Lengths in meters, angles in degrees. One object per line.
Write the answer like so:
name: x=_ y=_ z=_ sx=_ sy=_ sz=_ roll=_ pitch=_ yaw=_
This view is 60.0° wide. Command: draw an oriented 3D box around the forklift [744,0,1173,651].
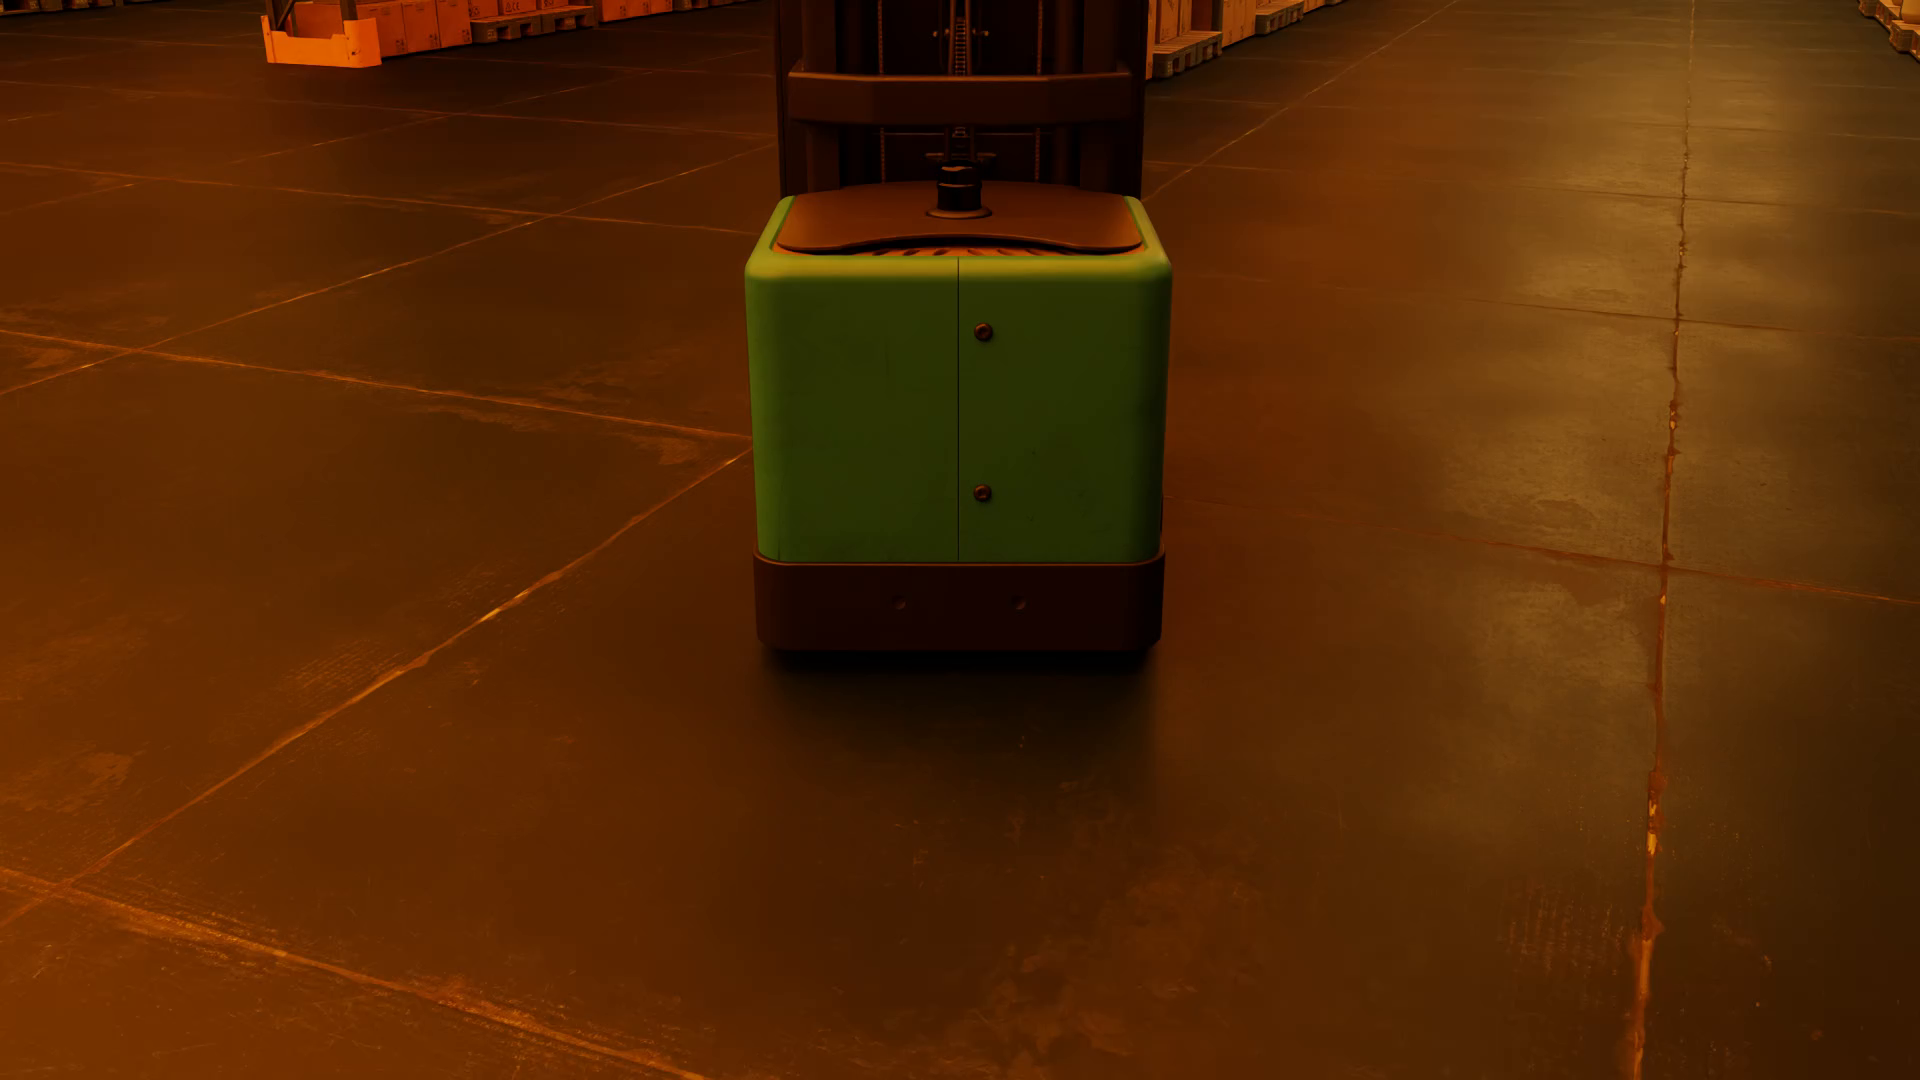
forklift: x=0.002 y=-1.587 z=5.089 sx=1.130 sy=2.935 sz=3.031 roll=0 pitch=23 yaw=0
